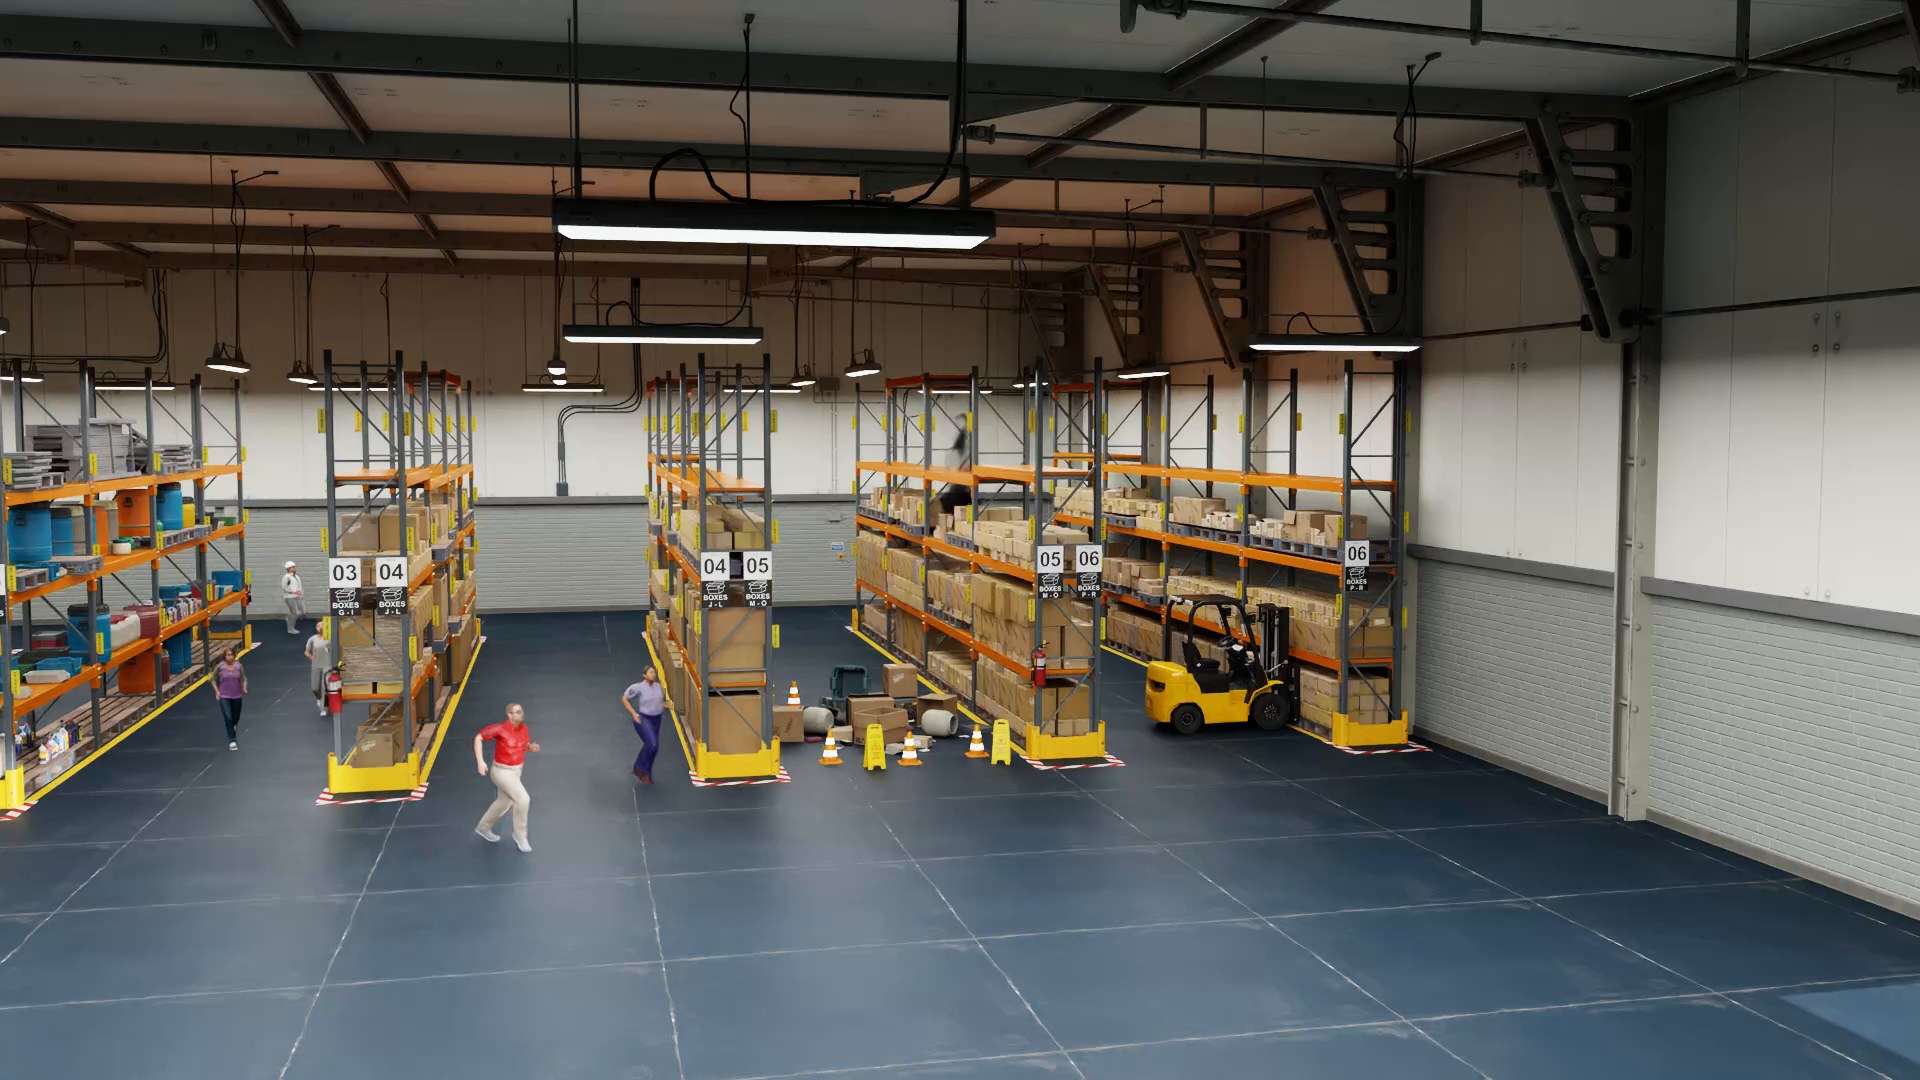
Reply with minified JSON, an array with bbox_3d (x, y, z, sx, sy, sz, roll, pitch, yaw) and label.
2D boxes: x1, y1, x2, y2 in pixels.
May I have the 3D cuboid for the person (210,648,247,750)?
[{"bbox_3d":[-11.340,2.438,25.794,0.526,1.572,0.744,-2,5,-32],"label":"person"}]

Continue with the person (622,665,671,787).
[{"bbox_3d":[-4.333,2.586,23.174,0.711,1.693,0.581,3,5,34],"label":"person"}]

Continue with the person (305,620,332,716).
[{"bbox_3d":[-10.998,2.189,28.719,0.573,1.628,0.758,-1,4,-17],"label":"person"}]

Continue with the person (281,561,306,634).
[{"bbox_3d":[-15.976,1.374,39.849,0.578,1.730,0.659,1,4,10],"label":"person"}]

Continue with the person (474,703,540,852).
[{"bbox_3d":[-5.347,2.797,19.597,0.856,1.782,0.687,1,4,19],"label":"person"}]
